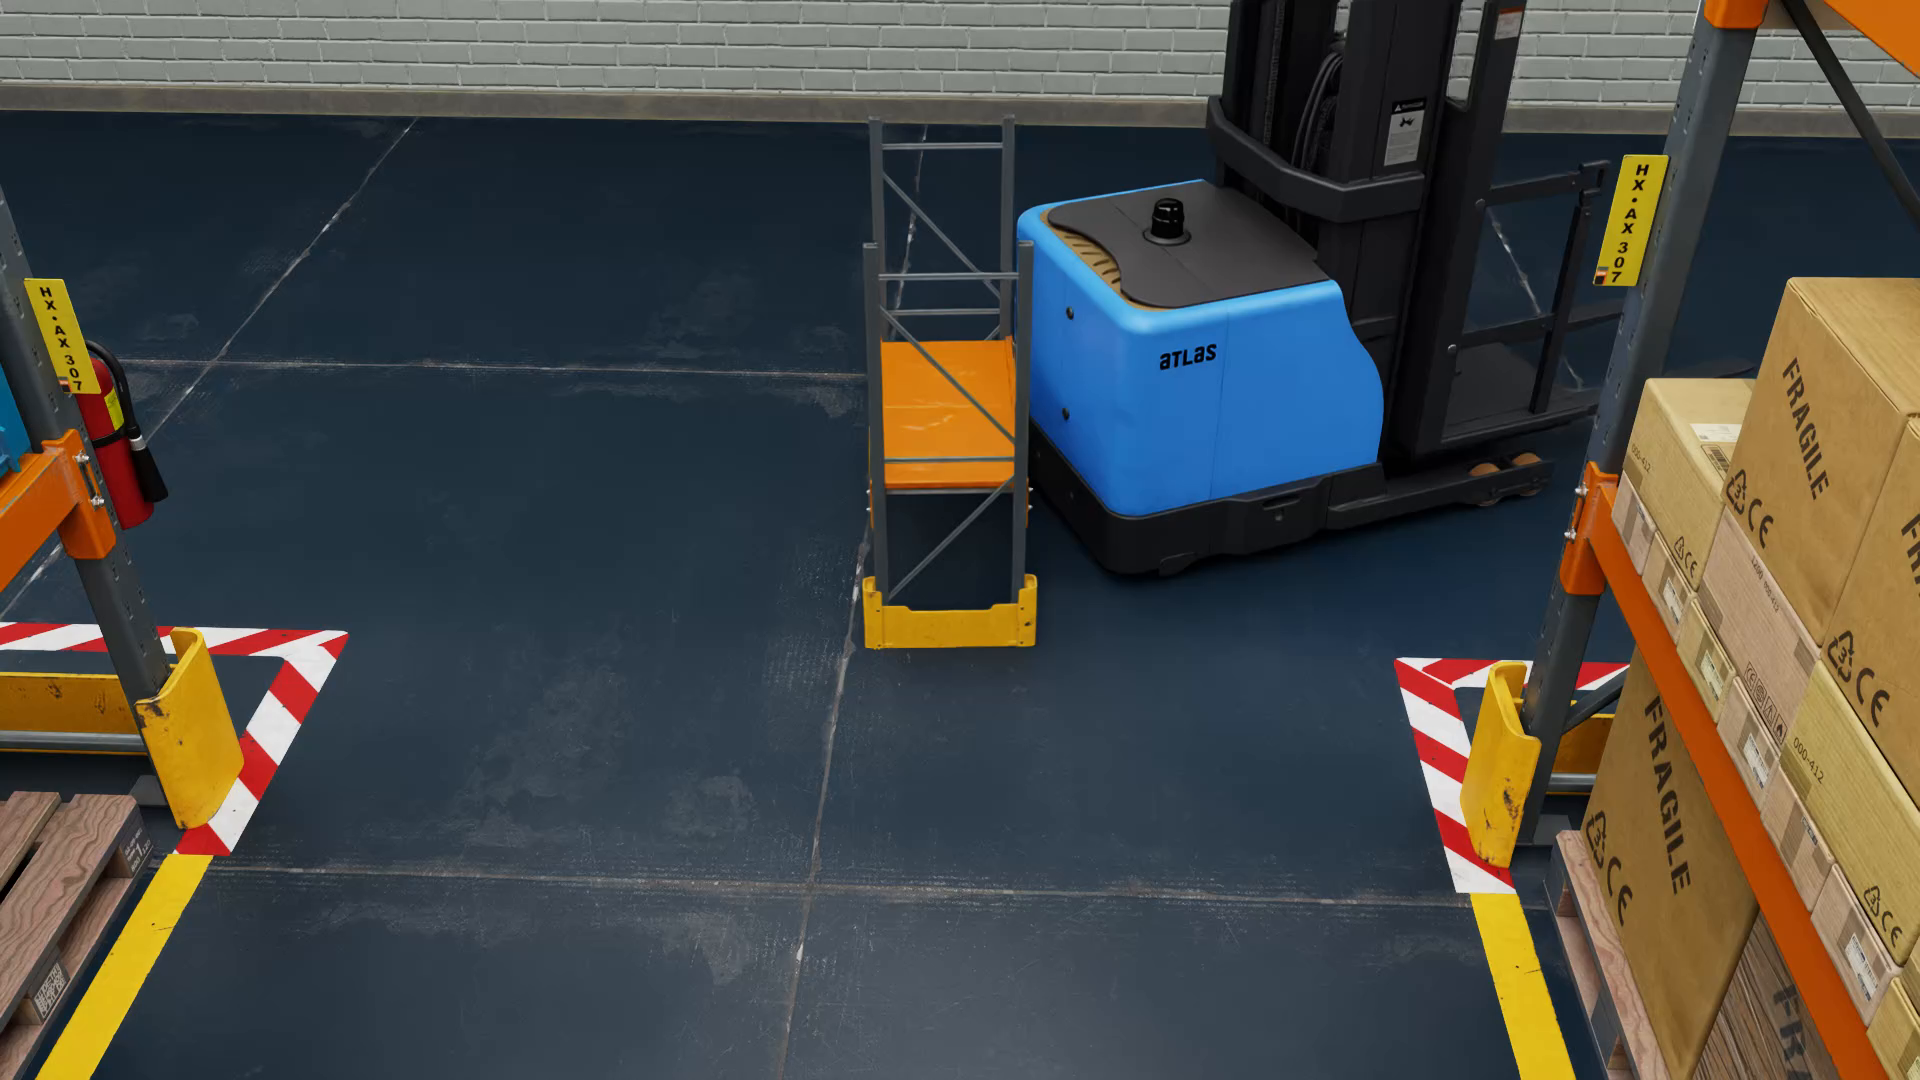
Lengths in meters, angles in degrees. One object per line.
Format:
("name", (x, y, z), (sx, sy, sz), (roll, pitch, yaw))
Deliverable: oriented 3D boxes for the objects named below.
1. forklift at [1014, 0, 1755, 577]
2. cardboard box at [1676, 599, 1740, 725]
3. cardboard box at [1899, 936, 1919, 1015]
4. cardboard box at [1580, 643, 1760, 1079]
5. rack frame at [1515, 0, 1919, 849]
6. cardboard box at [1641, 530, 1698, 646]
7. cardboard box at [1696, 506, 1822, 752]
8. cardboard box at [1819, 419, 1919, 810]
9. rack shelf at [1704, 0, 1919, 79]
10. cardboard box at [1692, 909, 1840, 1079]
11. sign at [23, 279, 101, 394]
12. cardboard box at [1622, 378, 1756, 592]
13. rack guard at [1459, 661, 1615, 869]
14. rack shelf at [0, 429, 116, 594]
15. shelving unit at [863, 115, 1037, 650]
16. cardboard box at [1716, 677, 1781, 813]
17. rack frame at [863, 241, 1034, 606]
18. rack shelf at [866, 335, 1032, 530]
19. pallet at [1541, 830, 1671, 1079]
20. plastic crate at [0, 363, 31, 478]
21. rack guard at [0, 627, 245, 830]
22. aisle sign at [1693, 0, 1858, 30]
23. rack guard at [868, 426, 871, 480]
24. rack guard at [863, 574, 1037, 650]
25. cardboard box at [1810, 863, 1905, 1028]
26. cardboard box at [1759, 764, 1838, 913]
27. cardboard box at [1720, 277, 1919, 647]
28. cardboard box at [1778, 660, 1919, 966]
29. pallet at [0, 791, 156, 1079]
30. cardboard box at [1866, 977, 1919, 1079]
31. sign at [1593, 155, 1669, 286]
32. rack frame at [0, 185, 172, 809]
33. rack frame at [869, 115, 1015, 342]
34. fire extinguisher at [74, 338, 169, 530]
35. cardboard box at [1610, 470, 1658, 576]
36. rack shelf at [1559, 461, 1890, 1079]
("forklift", (1.765, -1.599, 5.975), (3.031, 2.935, 1.130), (-13, 37, -17))
("cardboard box", (1.752, 0.256, 3.496), (0.380, 0.149, 0.250), (1, 35, 1))
("cardboard box", (1.772, 0.758, 2.434), (0.500, 0.250, 0.500), (1, 35, 1))
("cardboard box", (2.169, 0.729, 4.087), (0.875, 0.875, 0.875), (1, 35, 2))
("rack frame", (2.115, -0.338, 4.122), (1.000, 3.000, 0.127), (1, 35, 2))
("cardboard box", (1.762, 0.109, 3.705), (0.380, 0.149, 0.250), (1, 35, 1))
("cardboard box", (1.812, 0.170, 3.271), (0.500, 0.250, 0.500), (1, 35, 1))
("cardboard box", (1.791, 0.149, 2.648), (0.500, 0.500, 0.500), (0, 35, 1))
("rack shelf", (2.035, -0.122, 1.832), (1.077, 0.370, 4.000), (1, 35, 2))
("cardboard box", (2.133, 1.252, 3.343), (0.875, 0.875, 0.875), (1, 35, 2))
("sign", (-2.283, -0.516, 4.233), (0.100, 0.325, 0.005), (1, 35, 2))
("cardboard box", (1.826, -0.129, 3.696), (0.500, 0.250, 0.500), (0, 35, 1))
("rack guard", (2.116, 0.671, 4.861), (1.175, 0.500, 0.348), (1, 35, 2))
("rack shelf", (-2.914, 0.991, 2.857), (1.077, 0.370, 4.000), (1, 35, 2))
("shelving unit", (-0.048, -0.551, 5.730), (0.587, 1.500, 1.083), (-1, 35, -1))
("cardboard box", (1.743, 0.406, 3.283), (0.380, 0.149, 0.250), (1, 35, 1))
("rack frame", (-0.034, -0.254, 5.307), (0.500, 1.500, 0.032), (-1, 35, -1))
("rack shelf", (-0.048, -0.399, 5.826), (0.538, 0.185, 1.000), (-1, 35, -1))
("pallet", (2.161, 1.264, 4.268), (1.003, 0.211, 1.213), (1, 35, 2))
("plastic crate", (-2.661, -0.295, 3.978), (0.616, 0.435, 0.499), (1, 35, 2))
("rack guard", (-2.846, 0.556, 5.024), (1.175, 0.500, 0.348), (1, 35, 2))
("aisle sign", (1.818, -1.450, 3.443), (0.394, 0.787, 0.004), (1, 35, 2))
("rack guard", (-0.061, -0.326, 6.497), (0.587, 0.250, 0.087), (-1, 35, -1))
("rack guard", (-0.034, 0.246, 5.682), (0.587, 0.250, 0.087), (-1, 35, -1))
("cardboard box", (1.722, 0.700, 2.864), (0.380, 0.149, 0.250), (1, 35, 1))
("cardboard box", (1.732, 0.552, 3.075), (0.380, 0.149, 0.250), (1, 35, 1))
("cardboard box", (1.806, -0.148, 3.072), (0.500, 0.500, 0.500), (1, 35, 1))
("cardboard box", (1.788, 0.459, 2.861), (0.500, 0.250, 0.500), (0, 35, 0))
("pallet", (-2.906, 1.161, 4.414), (1.003, 0.211, 1.213), (1, 35, 2))
("cardboard box", (1.711, 0.845, 2.658), (0.380, 0.149, 0.250), (0, 35, 1))
("sign", (1.561, -0.741, 3.874), (0.100, 0.325, 0.005), (1, 35, 2))
("rack frame", (-2.834, -0.452, 4.285), (1.000, 3.000, 0.127), (1, 35, 2))
("rack frame", (-0.061, -0.838, 6.138), (0.500, 1.500, 0.032), (-1, 35, -1))
("fire extinguisher", (-2.374, -0.344, 4.523), (0.296, 0.674, 0.183), (1, 35, 2))
("cardboard box", (1.771, -0.039, 3.915), (0.380, 0.149, 0.250), (2, 35, 2))
("rack shelf", (2.035, 1.105, 2.694), (1.077, 0.370, 4.000), (1, 35, 2))
